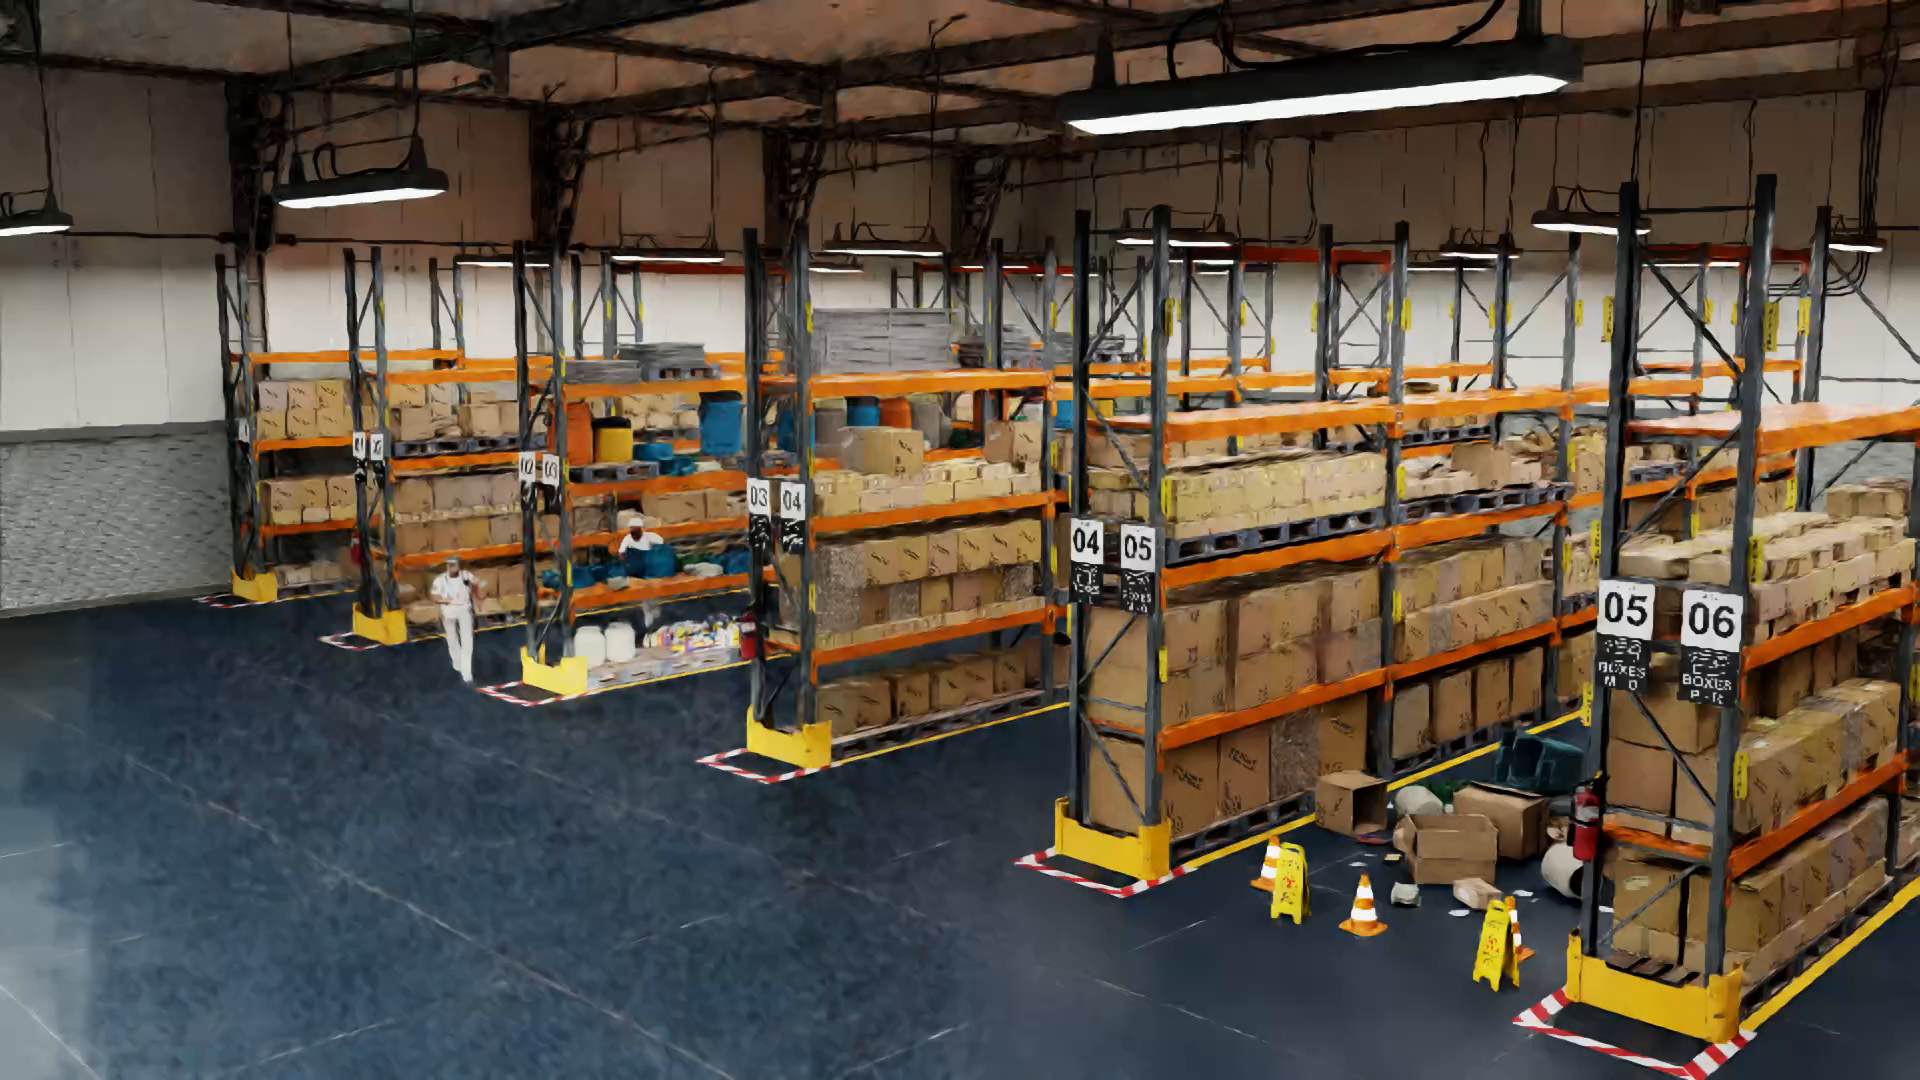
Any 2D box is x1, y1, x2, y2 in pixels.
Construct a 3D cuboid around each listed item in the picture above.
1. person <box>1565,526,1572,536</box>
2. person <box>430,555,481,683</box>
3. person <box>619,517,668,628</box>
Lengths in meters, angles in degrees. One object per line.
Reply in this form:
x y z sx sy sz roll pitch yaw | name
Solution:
9.832 0.533 27.095 0.658 1.573 0.760 -3 9 -20 | person
-6.992 1.047 23.095 0.667 1.773 0.992 -2 8 -15 | person
-4.938 0.480 26.062 0.713 1.718 0.973 4 9 25 | person
